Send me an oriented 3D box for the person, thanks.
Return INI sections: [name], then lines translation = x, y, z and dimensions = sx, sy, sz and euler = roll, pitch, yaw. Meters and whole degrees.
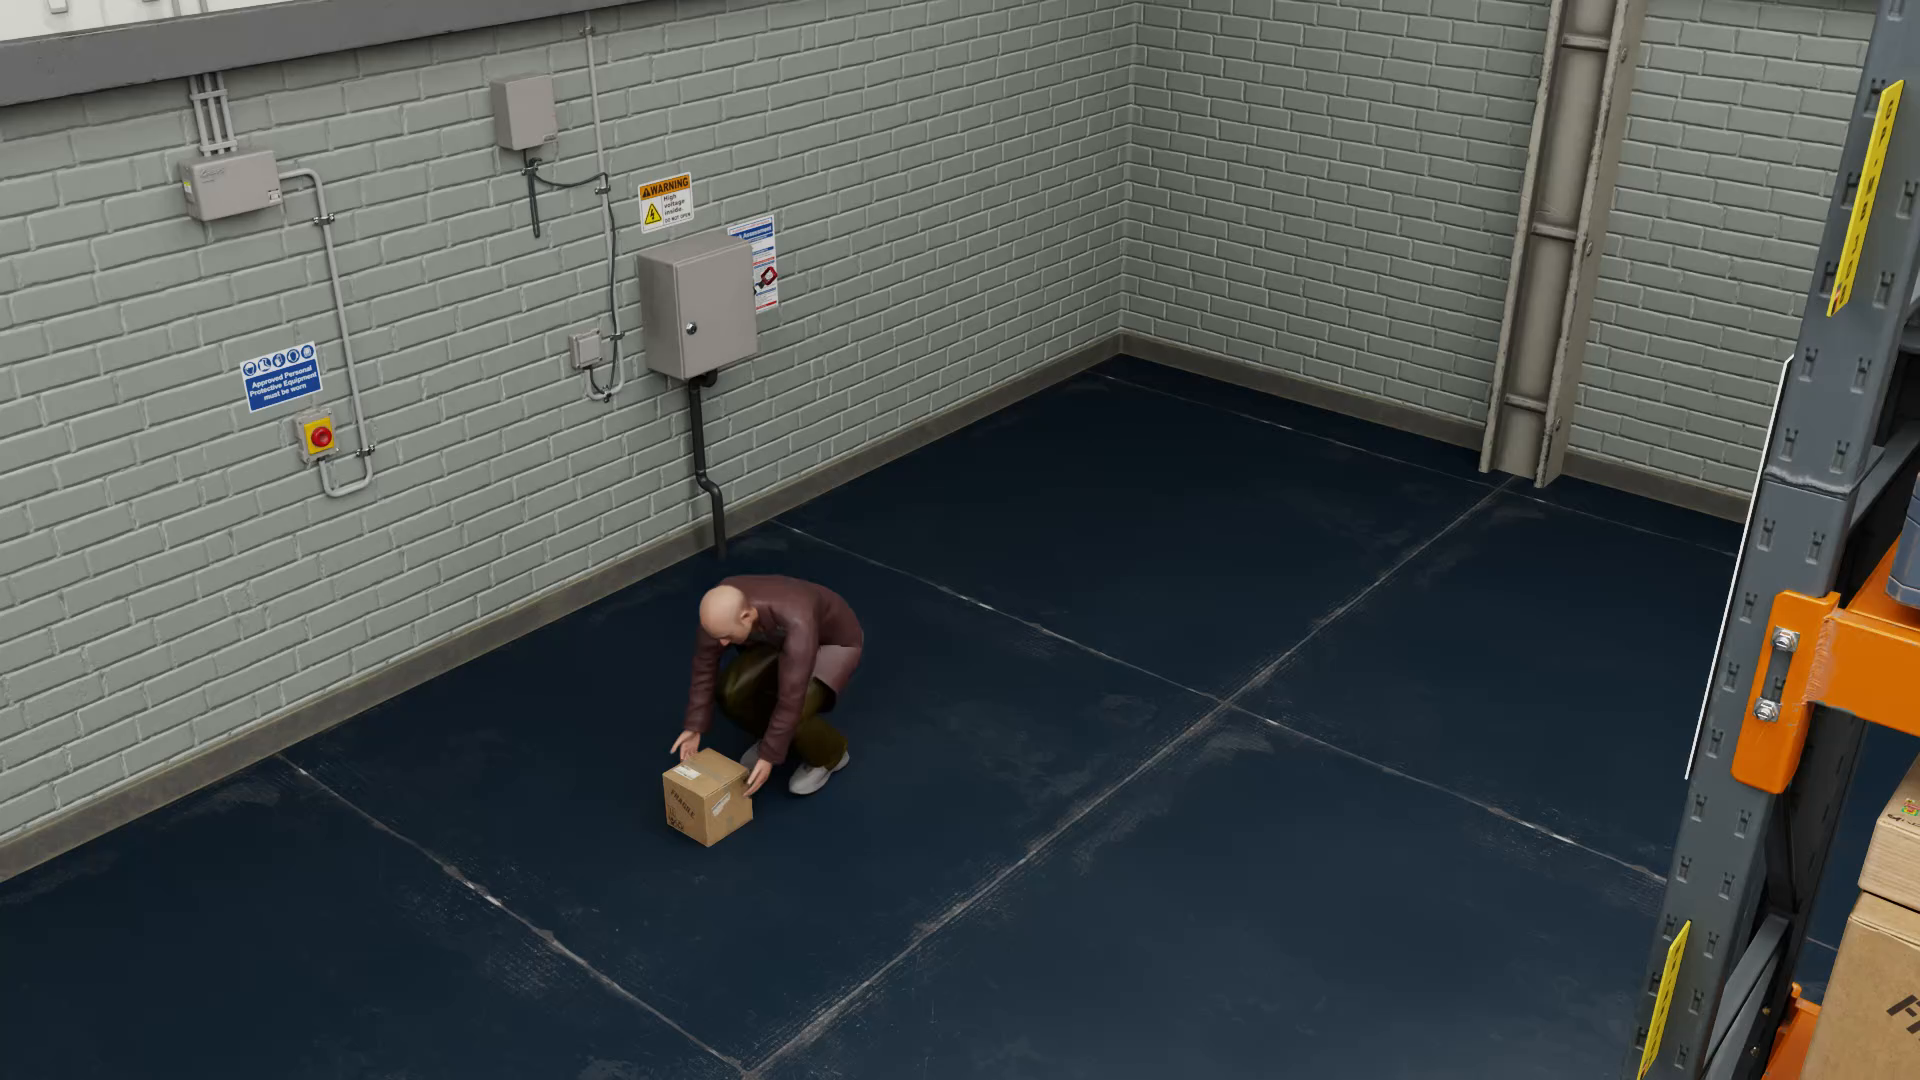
[person]
translation = -0.749, 0.545, 6.850
dimensions = 0.614, 1.066, 0.877
euler = 20, 33, 34
